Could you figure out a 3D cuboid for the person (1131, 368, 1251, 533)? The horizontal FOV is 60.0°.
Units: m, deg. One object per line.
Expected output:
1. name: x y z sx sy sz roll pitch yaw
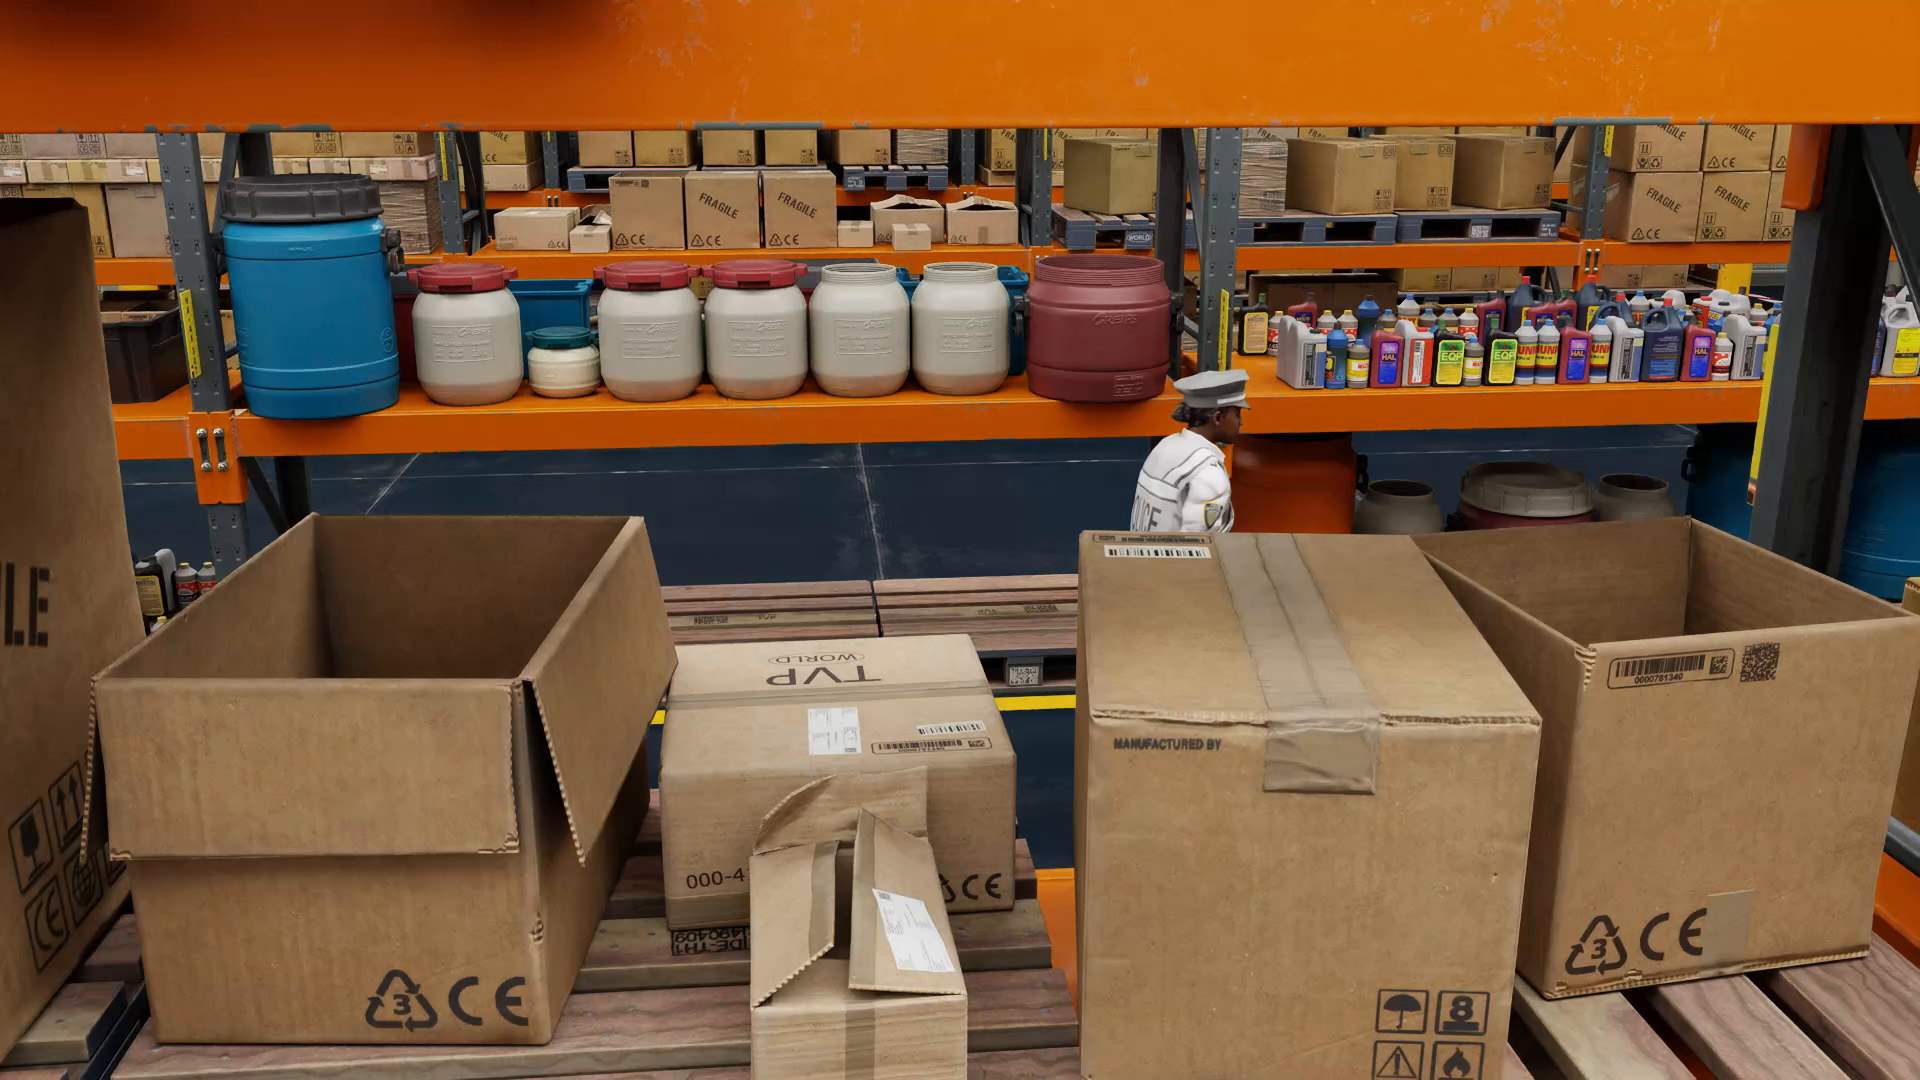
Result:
1. person: 0.789 0.242 5.743 0.398 1.660 0.531 -3 17 -9
